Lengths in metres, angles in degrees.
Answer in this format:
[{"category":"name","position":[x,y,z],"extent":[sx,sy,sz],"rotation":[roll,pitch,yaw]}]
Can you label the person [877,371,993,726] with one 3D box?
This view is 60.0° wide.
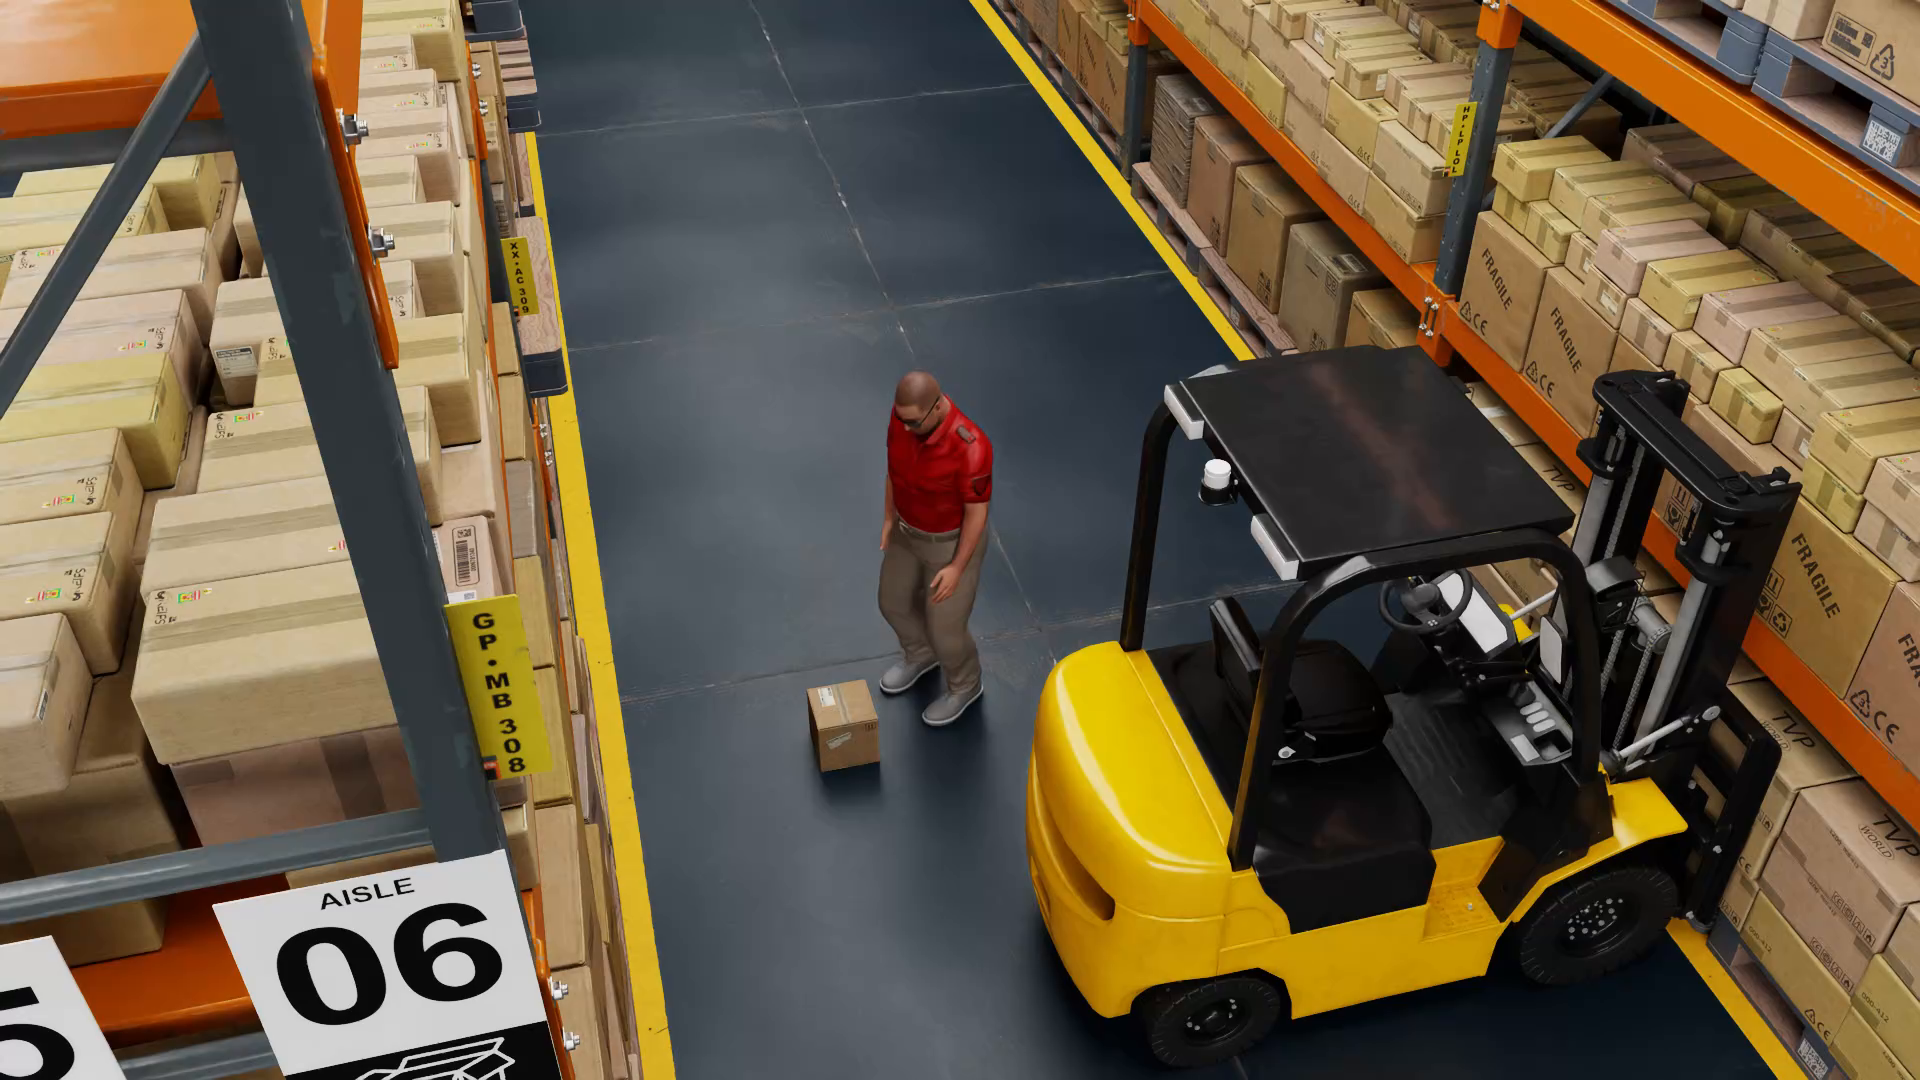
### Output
[{"category":"person","position":[-0.093,0.009,6.761],"extent":[0.410,1.687,0.553],"rotation":[-29,46,-32]}]
